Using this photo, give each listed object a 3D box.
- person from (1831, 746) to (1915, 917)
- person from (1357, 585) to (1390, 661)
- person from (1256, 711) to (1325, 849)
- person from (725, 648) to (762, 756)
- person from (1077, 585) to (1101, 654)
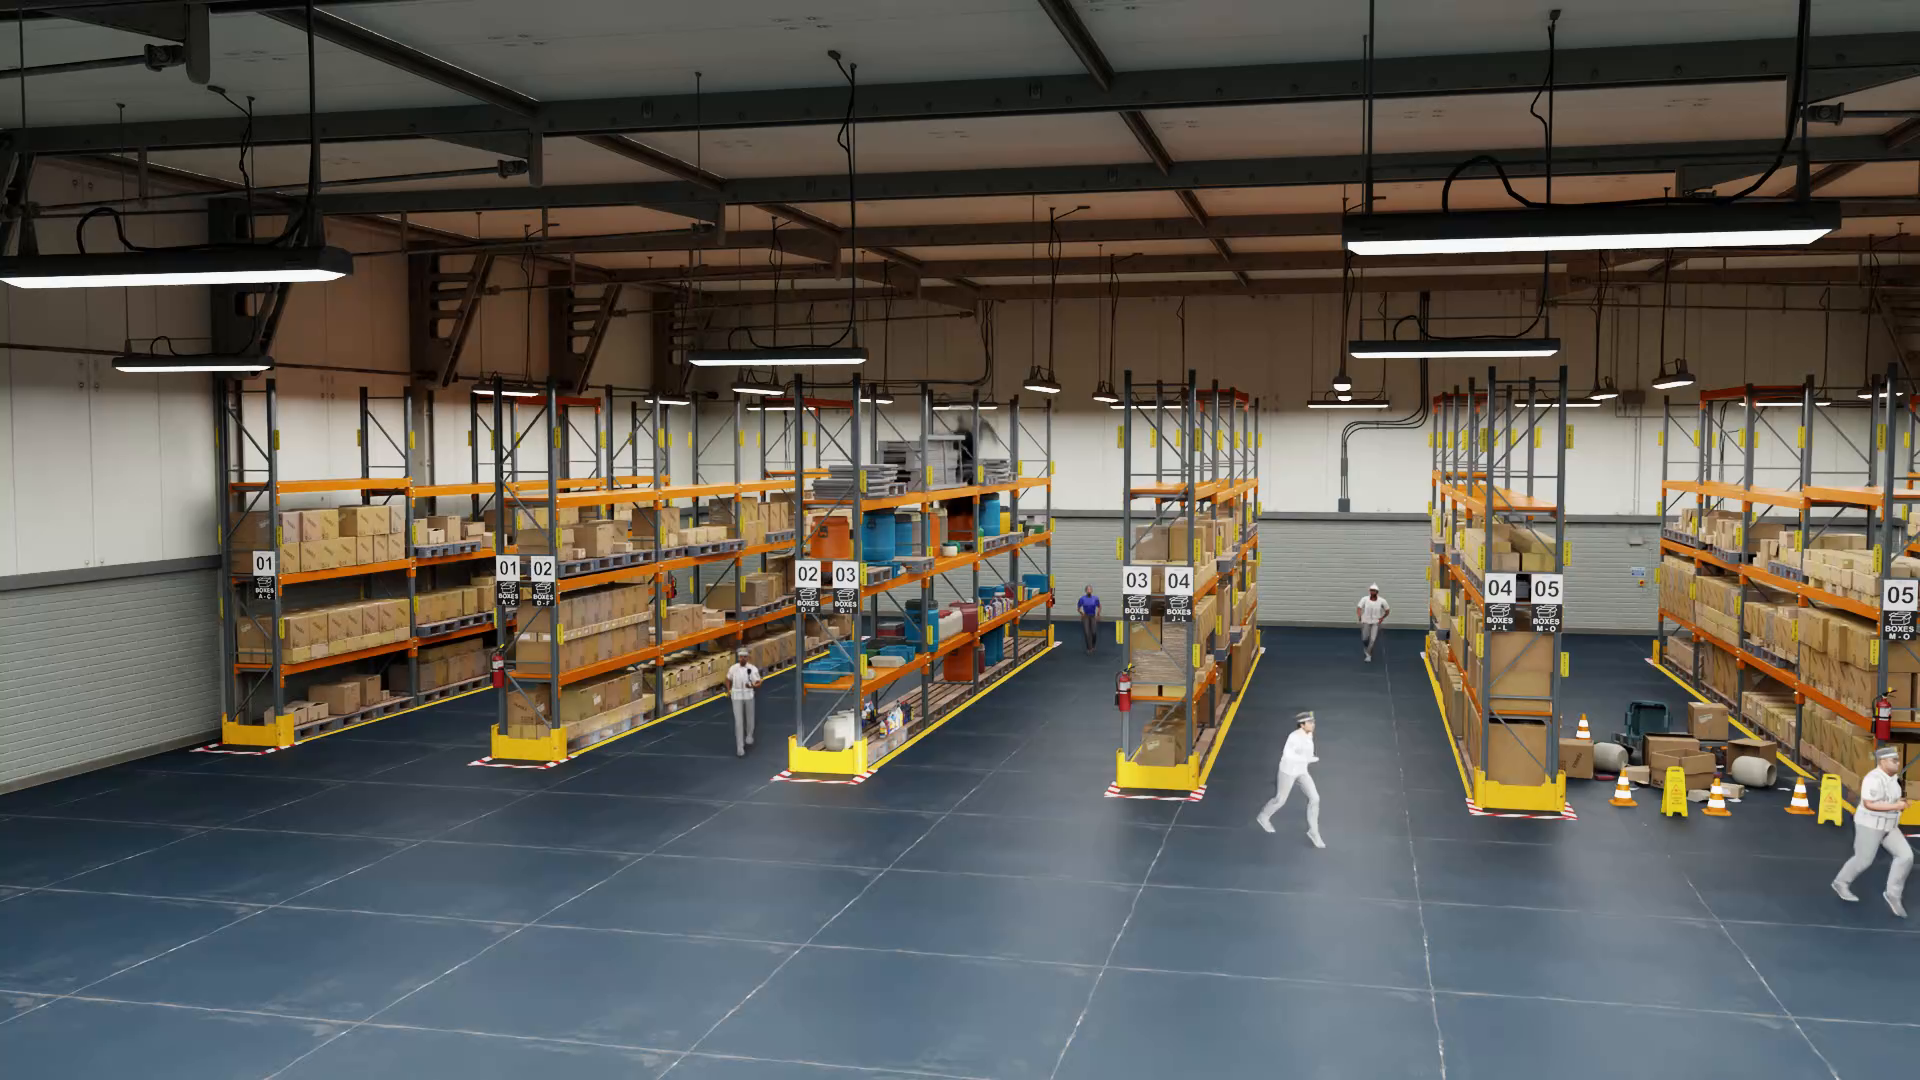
[{"bbox_3d":[9.739,3.072,17.707,0.687,1.828,0.877,-2,4,-32],"label":"person"},{"bbox_3d":[9.410,1.880,37.882,0.726,1.732,0.625,1,4,21],"label":"person"},{"bbox_3d":[4.115,2.935,20.700,0.611,1.695,0.993,-3,4,-40],"label":"person"},{"bbox_3d":[-3.470,2.548,26.632,0.583,1.674,0.919,0,3,-6],"label":"person"},{"bbox_3d":[3.009,1.867,38.787,0.581,1.621,0.546,0,3,3],"label":"person"}]
